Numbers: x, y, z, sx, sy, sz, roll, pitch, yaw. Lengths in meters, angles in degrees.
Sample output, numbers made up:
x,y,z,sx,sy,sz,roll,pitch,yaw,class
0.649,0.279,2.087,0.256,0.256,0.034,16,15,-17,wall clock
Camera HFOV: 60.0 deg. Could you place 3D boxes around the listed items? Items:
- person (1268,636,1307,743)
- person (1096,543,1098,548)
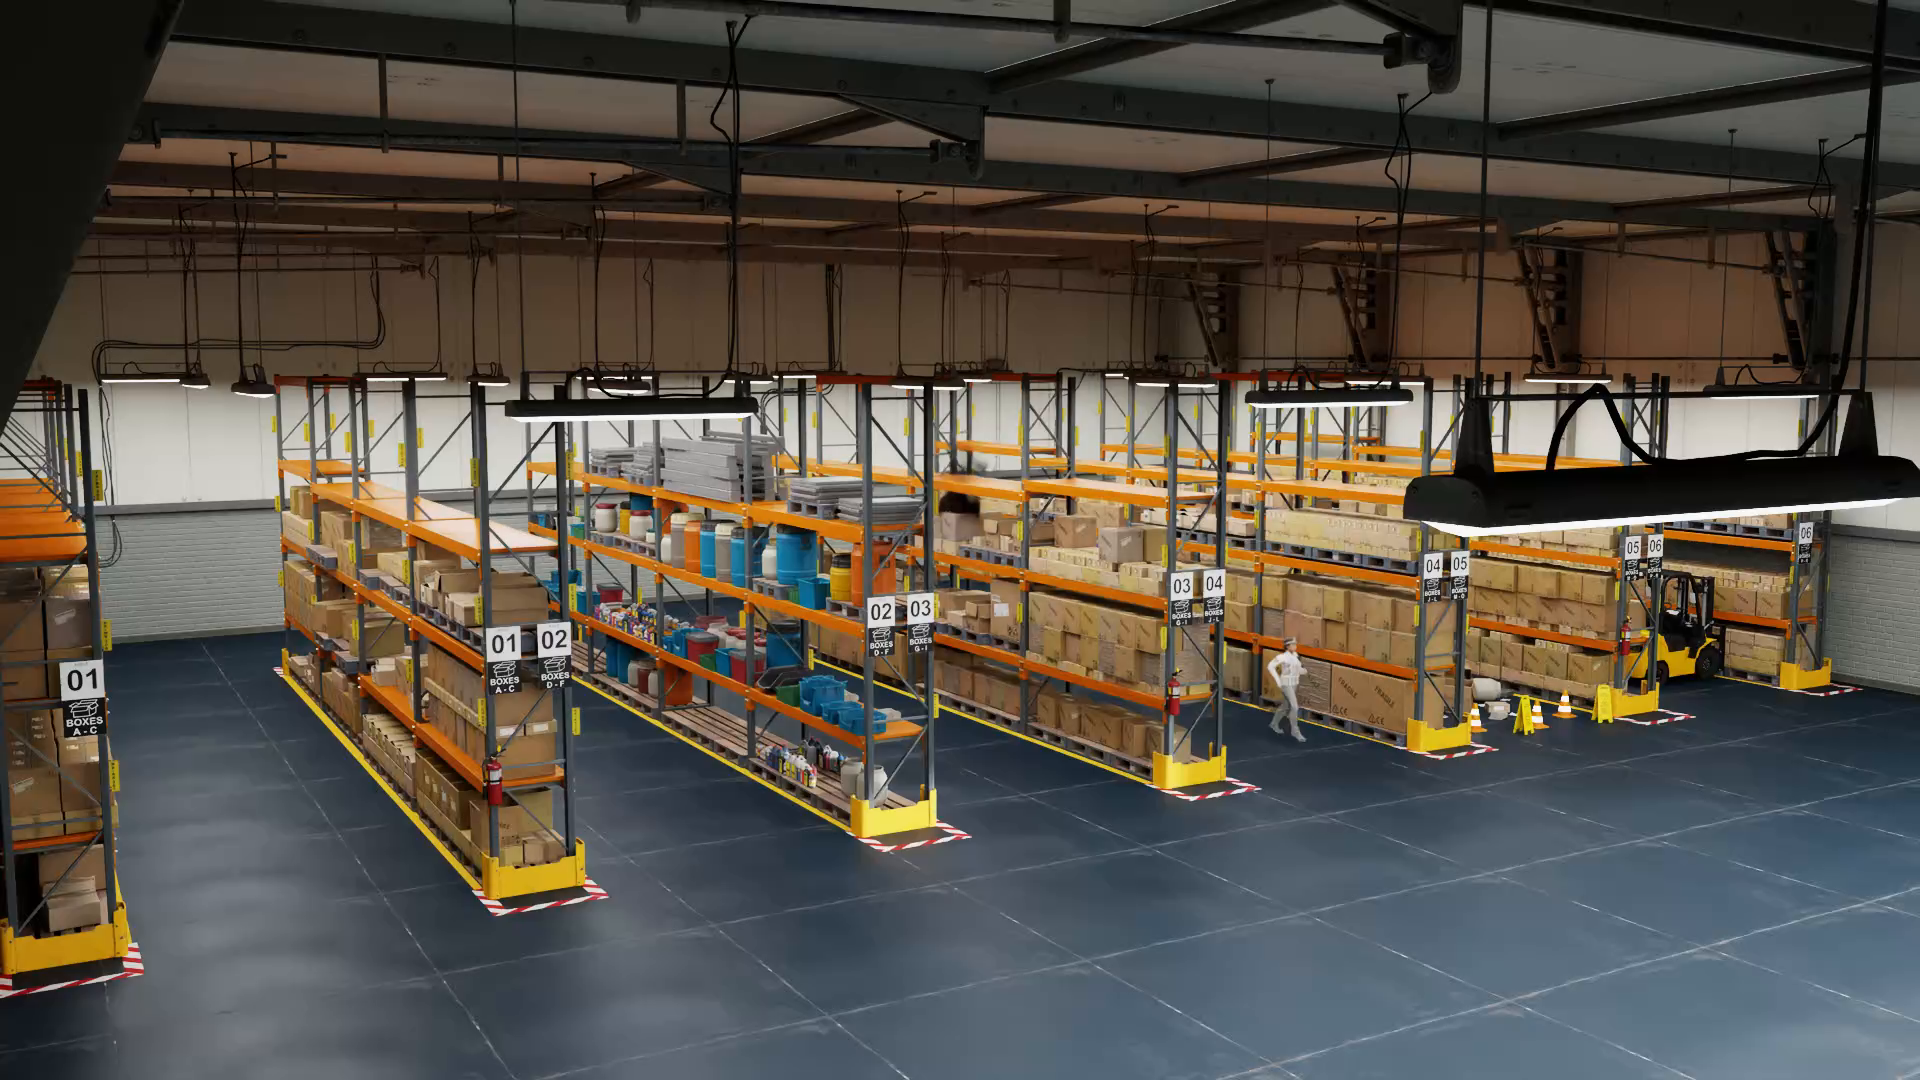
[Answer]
x,y,z,sx,sy,sz,roll,pitch,yaw,class
5.485,2.449,27.683,0.765,1.731,0.600,6,9,43,person
3.527,0.604,44.626,1.133,1.685,0.653,-2,6,-14,person
